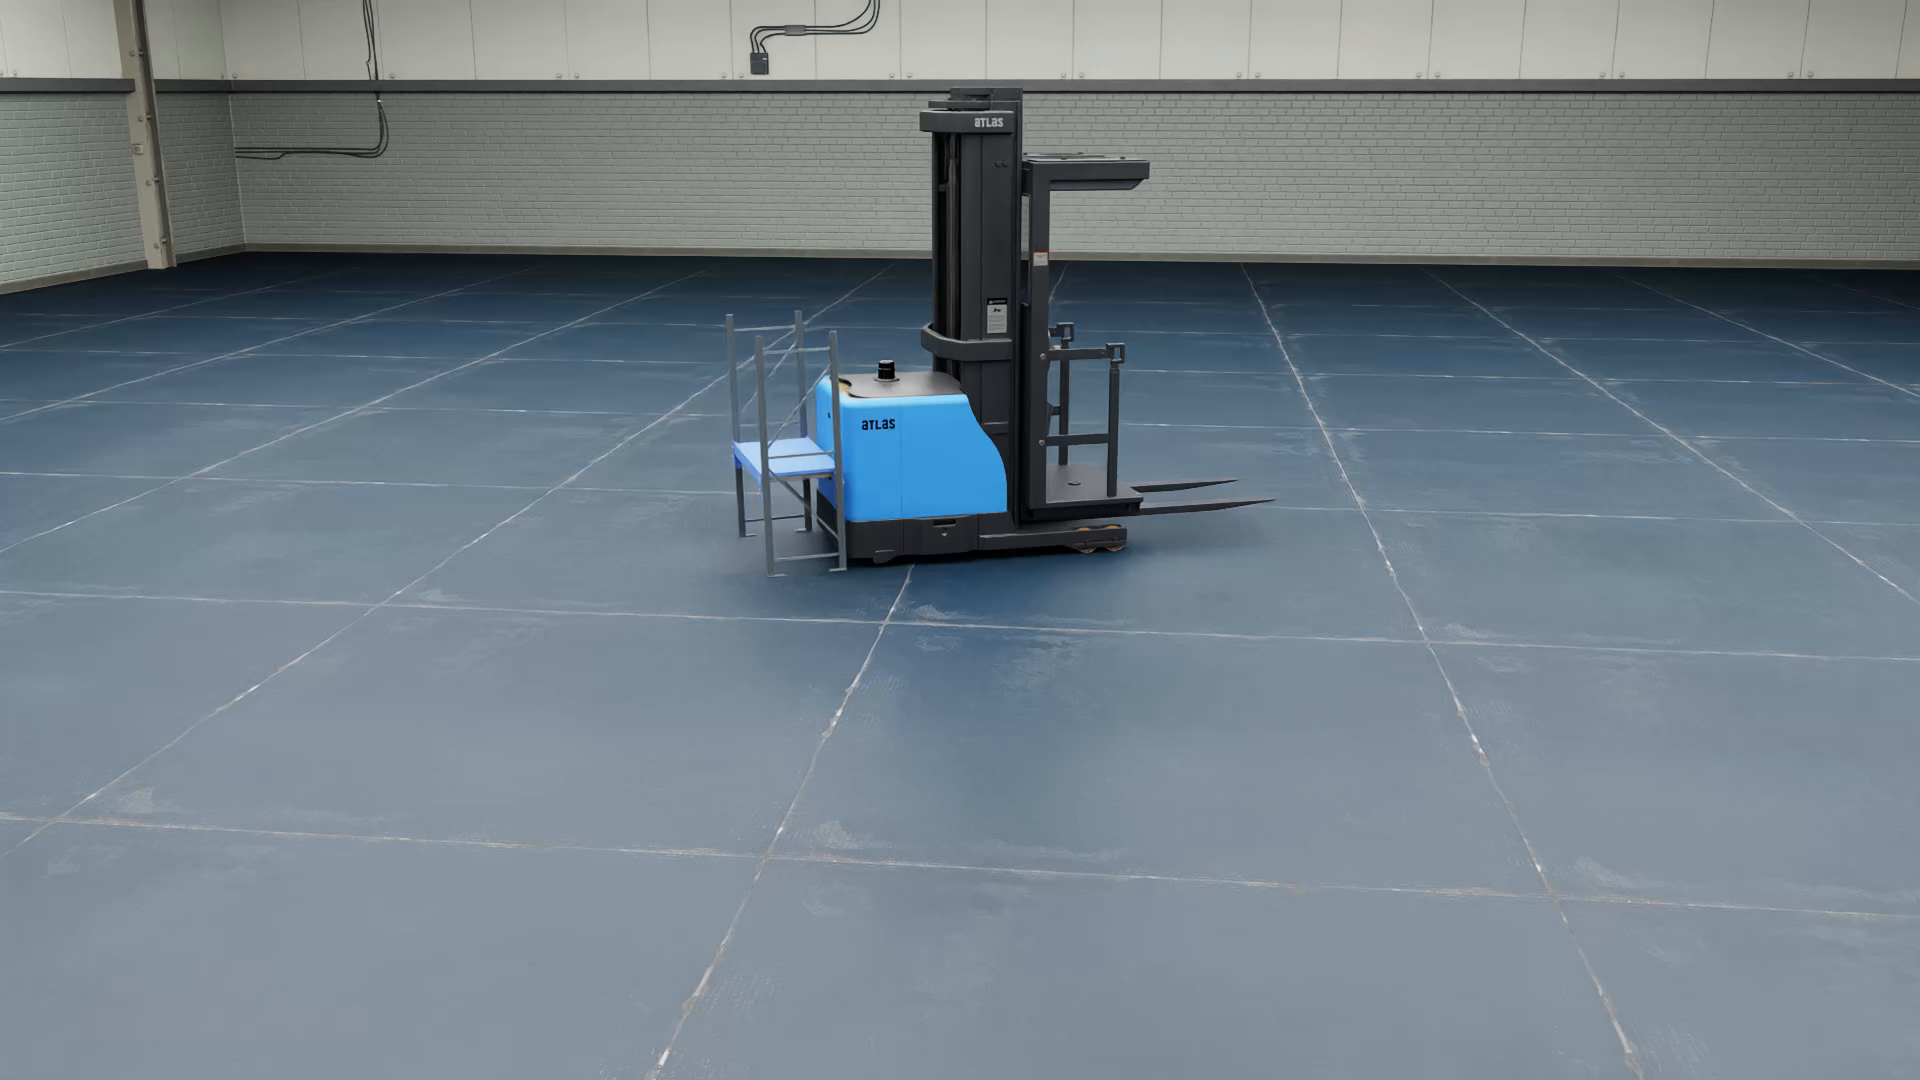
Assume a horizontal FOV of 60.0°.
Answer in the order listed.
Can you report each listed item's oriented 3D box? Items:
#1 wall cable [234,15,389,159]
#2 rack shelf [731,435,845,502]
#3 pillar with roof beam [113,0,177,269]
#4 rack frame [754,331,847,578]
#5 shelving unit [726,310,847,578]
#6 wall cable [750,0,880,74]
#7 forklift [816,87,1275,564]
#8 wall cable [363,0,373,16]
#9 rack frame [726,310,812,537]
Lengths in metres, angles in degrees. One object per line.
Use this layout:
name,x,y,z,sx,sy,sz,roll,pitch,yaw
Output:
wall cable,-11.964,-8.218,30.265,3.097,2.526,0.112,2,15,6
rack shelf,-1.116,-0.469,10.689,0.538,0.185,1.000,-6,16,-16
pillar with roof beam,-9.332,-8.865,26.709,9.100,9.000,0.400,2,15,6
rack frame,-0.969,-0.515,10.172,0.500,1.500,0.032,-6,16,-16
shelving unit,-1.119,-0.642,10.641,0.538,1.500,1.048,-6,16,-16
wall cable,-2.533,-11.075,28.366,2.305,6.003,0.169,2,15,6
forklift,0.603,-1.458,10.937,3.031,2.935,1.130,-4,16,-15
wall cable,-9.276,-10.577,29.311,3.097,2.526,0.112,2,15,6
rack frame,-1.269,-0.769,11.110,0.500,1.500,0.032,-6,16,-16
